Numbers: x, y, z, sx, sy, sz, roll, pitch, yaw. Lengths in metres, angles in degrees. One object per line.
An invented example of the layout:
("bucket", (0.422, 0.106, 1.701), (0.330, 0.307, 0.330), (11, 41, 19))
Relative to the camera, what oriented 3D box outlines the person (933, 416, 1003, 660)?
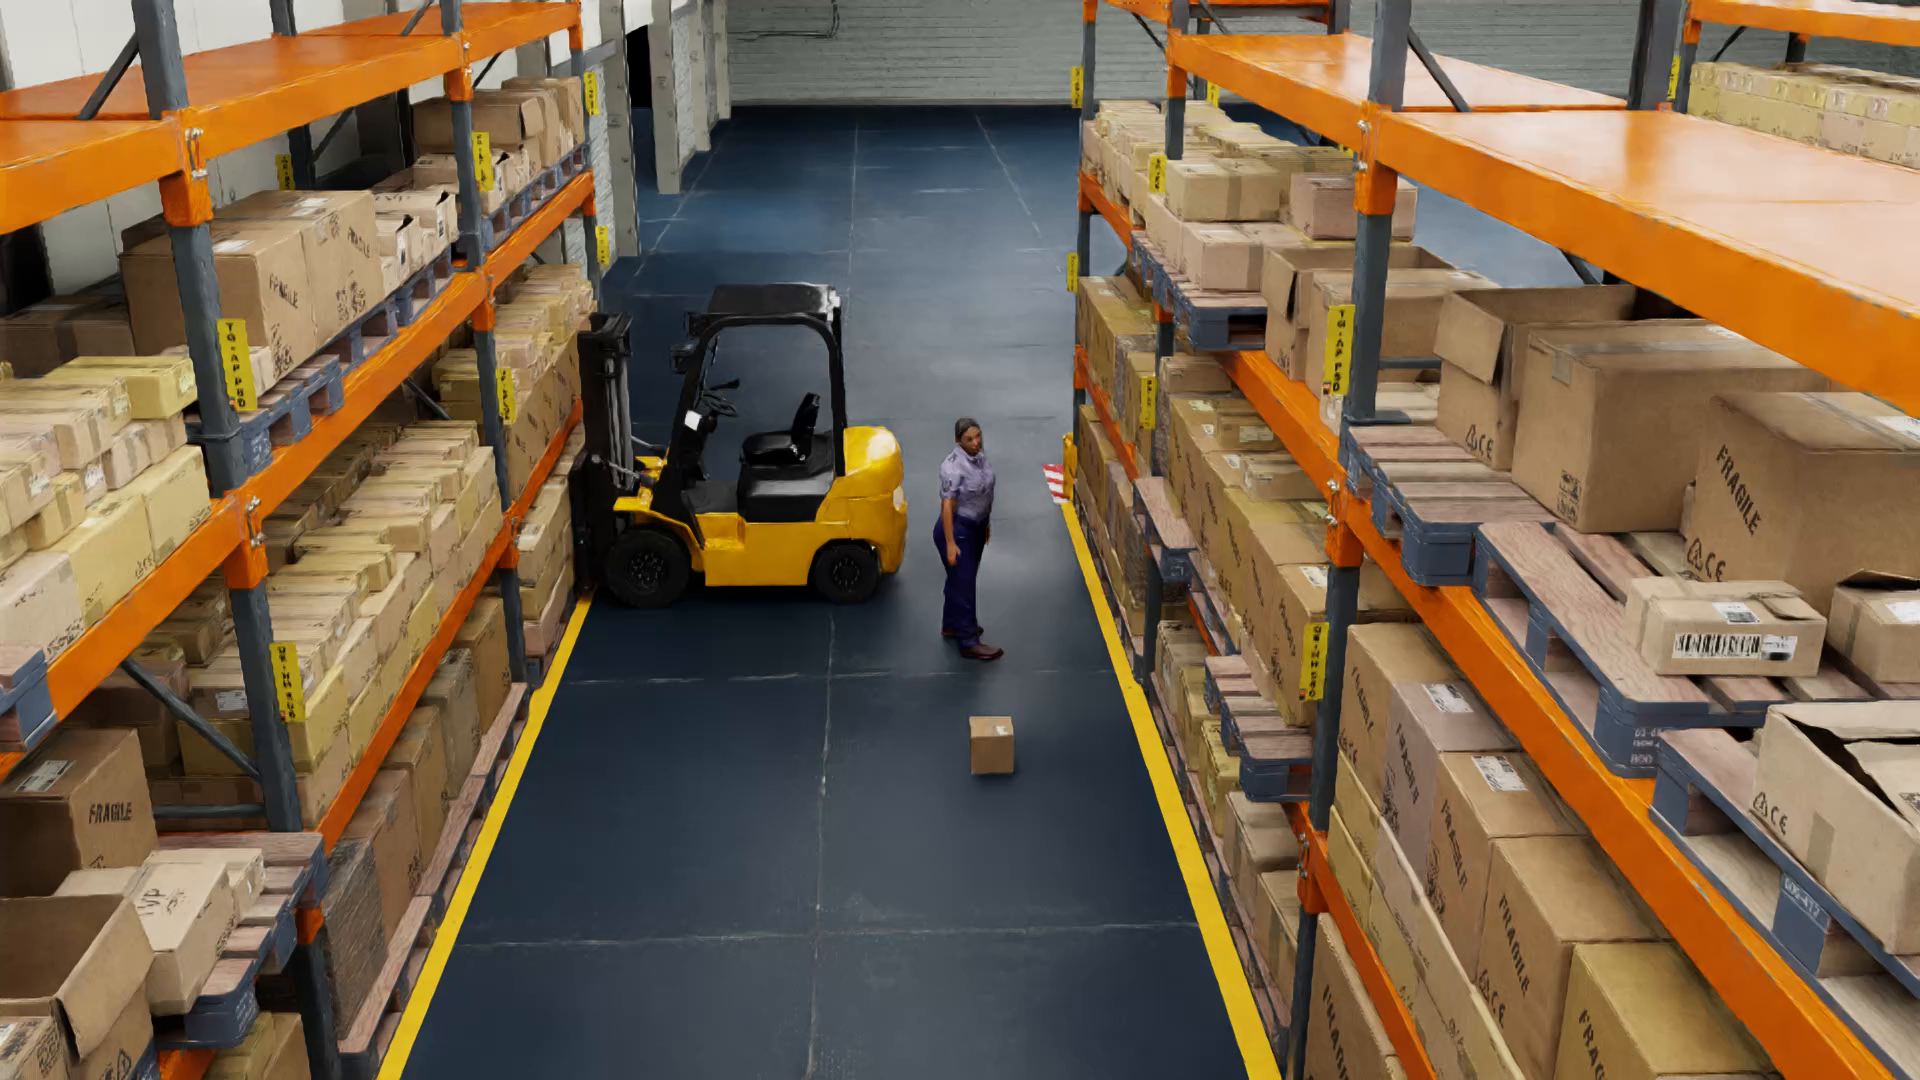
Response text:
("person", (0.076, -0.032, 11.127), (0.544, 1.646, 0.583), (9, 22, 22))
